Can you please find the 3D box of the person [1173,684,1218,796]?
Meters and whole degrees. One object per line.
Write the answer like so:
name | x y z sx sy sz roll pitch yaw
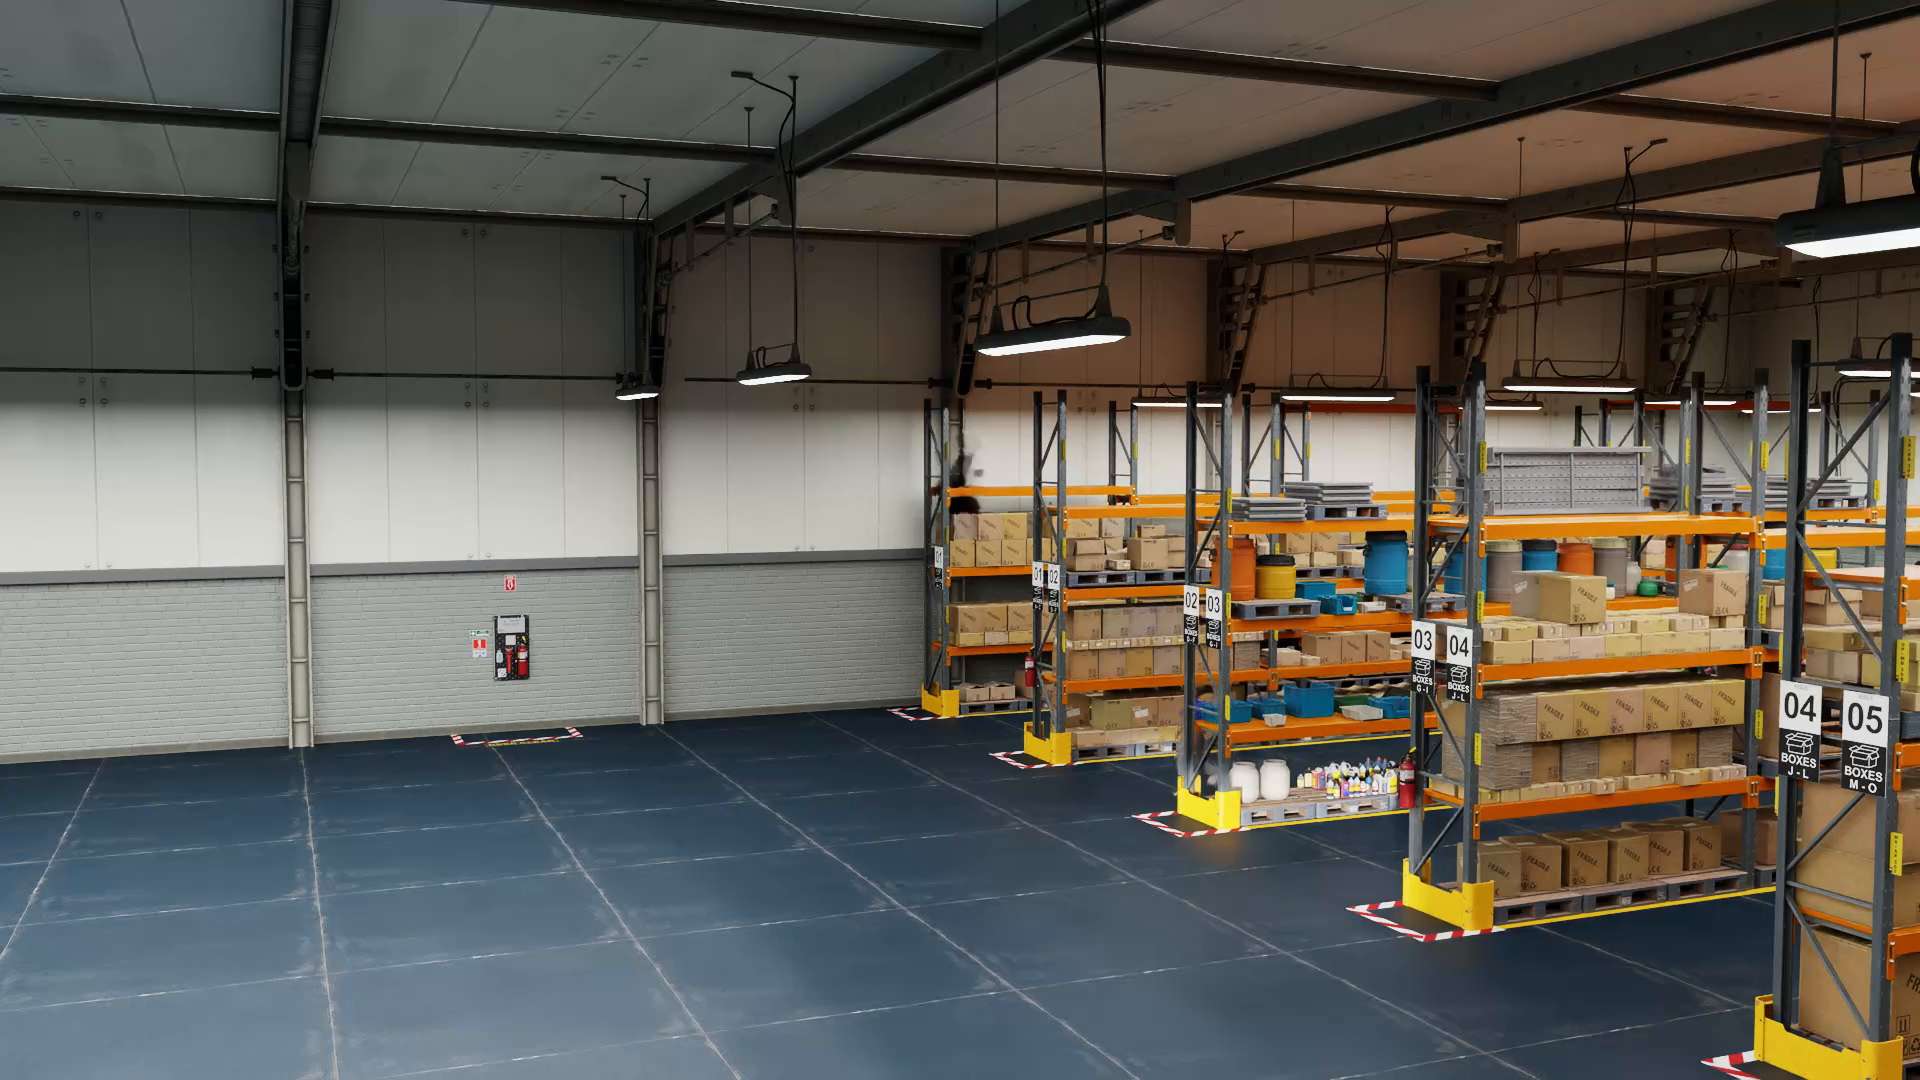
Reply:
person | 3.445 2.920 24.412 0.797 1.619 0.608 -2 4 -34
